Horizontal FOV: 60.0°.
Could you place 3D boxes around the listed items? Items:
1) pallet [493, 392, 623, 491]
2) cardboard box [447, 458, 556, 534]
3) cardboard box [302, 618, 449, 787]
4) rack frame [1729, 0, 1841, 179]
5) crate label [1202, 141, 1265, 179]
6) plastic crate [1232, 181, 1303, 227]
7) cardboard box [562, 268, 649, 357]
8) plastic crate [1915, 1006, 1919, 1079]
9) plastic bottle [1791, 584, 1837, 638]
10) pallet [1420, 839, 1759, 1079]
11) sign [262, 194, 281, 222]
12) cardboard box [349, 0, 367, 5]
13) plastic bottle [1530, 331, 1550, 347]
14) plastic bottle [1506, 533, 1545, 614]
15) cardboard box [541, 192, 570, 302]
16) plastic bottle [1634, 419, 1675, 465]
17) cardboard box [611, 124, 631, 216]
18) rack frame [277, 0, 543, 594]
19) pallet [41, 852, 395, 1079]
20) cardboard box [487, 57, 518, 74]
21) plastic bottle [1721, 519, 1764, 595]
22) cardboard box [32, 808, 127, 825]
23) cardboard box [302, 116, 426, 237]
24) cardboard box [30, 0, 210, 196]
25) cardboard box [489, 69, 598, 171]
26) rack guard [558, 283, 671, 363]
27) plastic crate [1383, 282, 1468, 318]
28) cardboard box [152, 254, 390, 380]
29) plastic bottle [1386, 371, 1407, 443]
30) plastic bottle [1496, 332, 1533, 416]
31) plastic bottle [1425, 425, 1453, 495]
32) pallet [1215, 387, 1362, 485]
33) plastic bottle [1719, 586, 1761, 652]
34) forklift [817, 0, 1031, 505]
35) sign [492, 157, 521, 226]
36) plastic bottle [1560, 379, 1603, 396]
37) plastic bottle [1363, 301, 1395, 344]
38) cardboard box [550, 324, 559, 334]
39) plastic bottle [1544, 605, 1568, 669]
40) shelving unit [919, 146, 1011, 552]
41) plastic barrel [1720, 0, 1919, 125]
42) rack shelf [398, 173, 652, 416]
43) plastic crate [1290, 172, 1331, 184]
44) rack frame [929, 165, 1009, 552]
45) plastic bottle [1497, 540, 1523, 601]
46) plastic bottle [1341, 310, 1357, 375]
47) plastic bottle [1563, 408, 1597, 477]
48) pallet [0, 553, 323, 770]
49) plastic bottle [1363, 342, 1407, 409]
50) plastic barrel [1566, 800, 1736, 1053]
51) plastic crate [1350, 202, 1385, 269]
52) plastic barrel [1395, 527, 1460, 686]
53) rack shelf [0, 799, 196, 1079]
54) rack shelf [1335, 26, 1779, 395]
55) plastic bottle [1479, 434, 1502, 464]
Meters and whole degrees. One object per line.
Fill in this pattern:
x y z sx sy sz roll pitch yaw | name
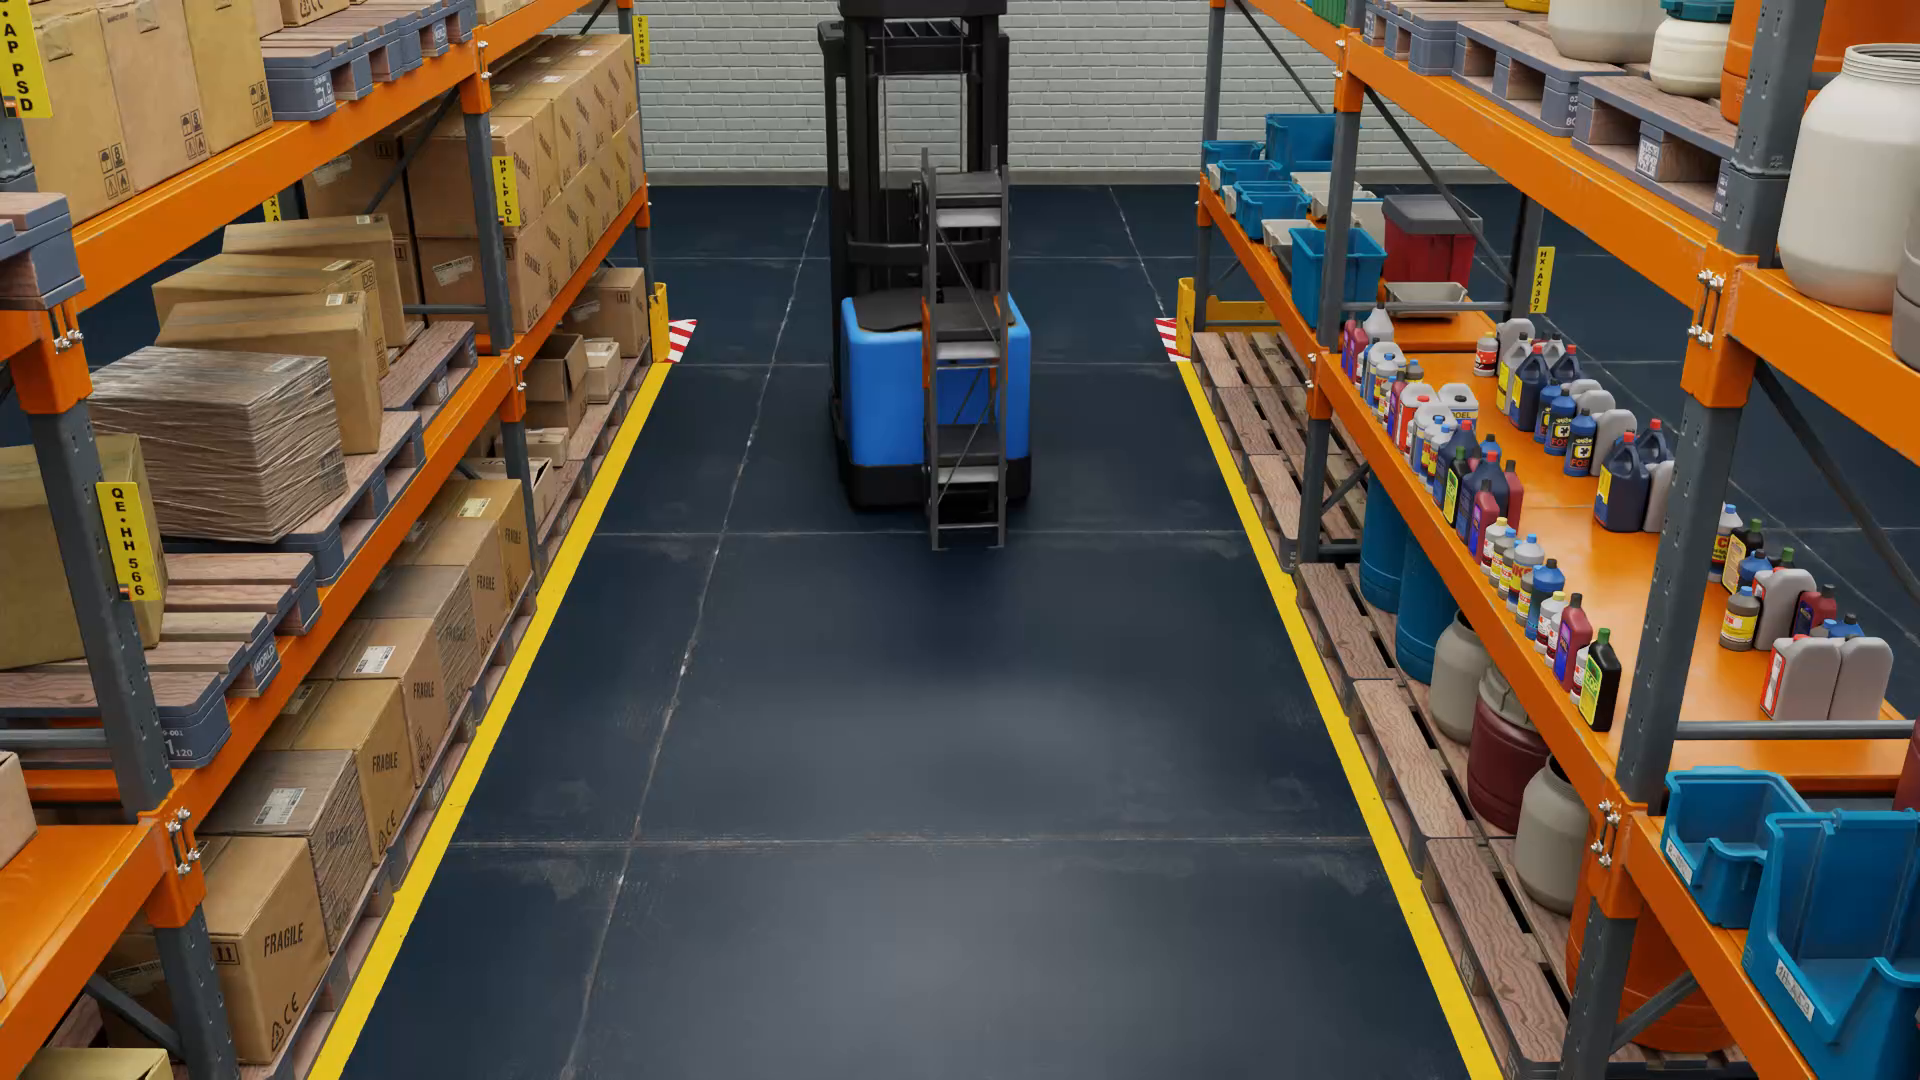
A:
-2.715 -0.627 10.380 1.003 0.211 1.213 0 24 -1 | pallet
-2.481 -0.260 8.913 0.500 0.311 0.500 0 24 -1 | cardboard box
-2.391 0.650 6.672 0.500 0.500 0.500 -1 24 -2 | cardboard box
2.304 -2.216 3.231 1.000 3.000 0.127 0 24 -1 | rack frame
1.890 -2.627 11.549 0.416 0.233 0.303 0 24 -1 | crate label
1.905 -2.085 10.350 0.416 0.233 0.300 0 24 -1 | plastic crate
-2.484 -1.597 11.641 0.500 0.500 0.500 0 24 -1 | cardboard box
2.016 1.155 2.978 0.402 0.464 0.583 0 24 -1 | plastic crate
2.665 0.255 5.188 0.061 0.283 0.133 0 24 -1 | plastic bottle
2.254 1.463 5.759 1.003 0.211 1.213 0 24 -1 | pallet
-3.235 -1.499 7.875 0.100 0.325 0.005 0 24 -1 | sign
-2.761 -2.552 6.860 0.600 0.600 0.600 -3 24 -6 | cardboard box
2.636 -0.822 7.569 0.061 0.283 0.133 0 24 -1 | plastic bottle
1.884 0.108 5.528 0.097 0.271 0.097 0 24 0 | plastic bottle
-2.434 -1.578 8.978 0.500 0.500 0.500 0 24 0 | cardboard box
2.610 -0.278 6.284 0.144 0.351 0.185 0 24 -1 | plastic bottle
-2.450 -2.407 10.811 0.500 0.500 0.500 0 24 0 | cardboard box
-2.692 -1.110 8.065 1.000 3.000 0.127 0 24 -1 | rack frame
-2.619 1.501 5.676 1.003 0.211 1.213 0 24 -1 | pallet
-2.981 -2.654 10.144 0.500 0.500 0.500 0 24 0 | cardboard box
2.659 0.049 5.643 0.061 0.283 0.133 0 24 -1 | plastic bottle
-2.899 0.727 5.592 0.500 0.250 0.500 1 24 1 | cardboard box
-2.957 -1.819 8.297 0.500 0.500 0.500 0 24 0 | cardboard box
-2.693 -1.264 4.644 0.910 0.500 0.500 0 24 -1 | cardboard box
-2.434 -2.444 9.680 0.500 0.500 0.500 0 24 1 | cardboard box
-2.735 -1.588 12.156 1.175 0.500 0.348 0 24 -1 | rack guard
2.398 -1.231 8.579 0.396 0.136 0.243 0 24 -1 | plastic crate
-2.840 -0.868 6.898 0.700 0.500 0.500 4 25 8 | cardboard box
1.848 -0.559 6.988 0.061 0.283 0.133 0 24 -1 | plastic bottle
2.454 -0.731 7.286 0.144 0.351 0.185 0 24 -1 | plastic bottle
1.872 -0.315 6.463 0.097 0.271 0.097 0 24 0 | plastic bottle
2.198 -0.667 10.470 1.003 0.211 1.213 0 24 -1 | pallet
2.493 0.245 5.309 0.097 0.201 0.097 0 24 0 | plastic bottle
-0.288 -2.108 10.355 1.130 2.935 3.031 -3 25 -7 | forklift
-2.138 -1.642 7.836 0.100 0.325 0.005 0 24 -1 | sign
2.598 -0.555 6.989 0.152 0.276 0.135 0 24 -1 | plastic bottle
1.941 -0.946 7.761 0.144 0.351 0.185 0 24 -1 | plastic bottle
-3.008 -1.275 11.232 0.500 0.250 0.500 0 24 -1 | cardboard box
1.888 0.300 5.188 0.097 0.201 0.097 0 24 0 | plastic bottle
0.021 -1.004 8.921 0.431 2.100 0.503 -2 24 -5 | shelving unit
2.301 -1.471 4.191 0.600 0.830 0.708 0 24 -1 | plastic barrel
-2.714 -1.607 10.036 1.077 0.370 4.000 0 24 -1 | rack shelf
2.407 -2.351 11.056 0.396 0.136 0.243 0 24 -1 | plastic crate
0.044 -0.904 8.700 0.400 2.100 0.015 -2 24 -5 | rack frame
1.882 0.100 5.631 0.097 0.201 0.097 0 24 0 | plastic bottle
1.838 -0.925 7.797 0.061 0.283 0.133 0 24 -1 | plastic bottle
2.477 -0.394 6.637 0.097 0.271 0.097 0 24 0 | plastic bottle
-2.726 0.346 5.077 1.213 0.211 1.003 0 24 -1 | pallet
1.889 -0.731 7.378 0.152 0.276 0.135 0 24 -1 | plastic bottle
2.282 1.113 5.273 0.600 0.830 0.708 0 24 -1 | plastic barrel
2.428 -1.735 9.516 0.437 0.282 0.530 0 24 -1 | plastic crate
2.257 0.150 7.316 0.600 0.901 0.708 0 24 -1 | plastic barrel
-2.627 1.690 2.747 1.077 0.370 4.000 0 24 -1 | rack shelf
2.282 -1.346 5.819 1.077 0.370 4.000 0 24 -1 | rack shelf
2.018 -0.276 6.375 0.097 0.271 0.097 0 24 0 | plastic bottle
